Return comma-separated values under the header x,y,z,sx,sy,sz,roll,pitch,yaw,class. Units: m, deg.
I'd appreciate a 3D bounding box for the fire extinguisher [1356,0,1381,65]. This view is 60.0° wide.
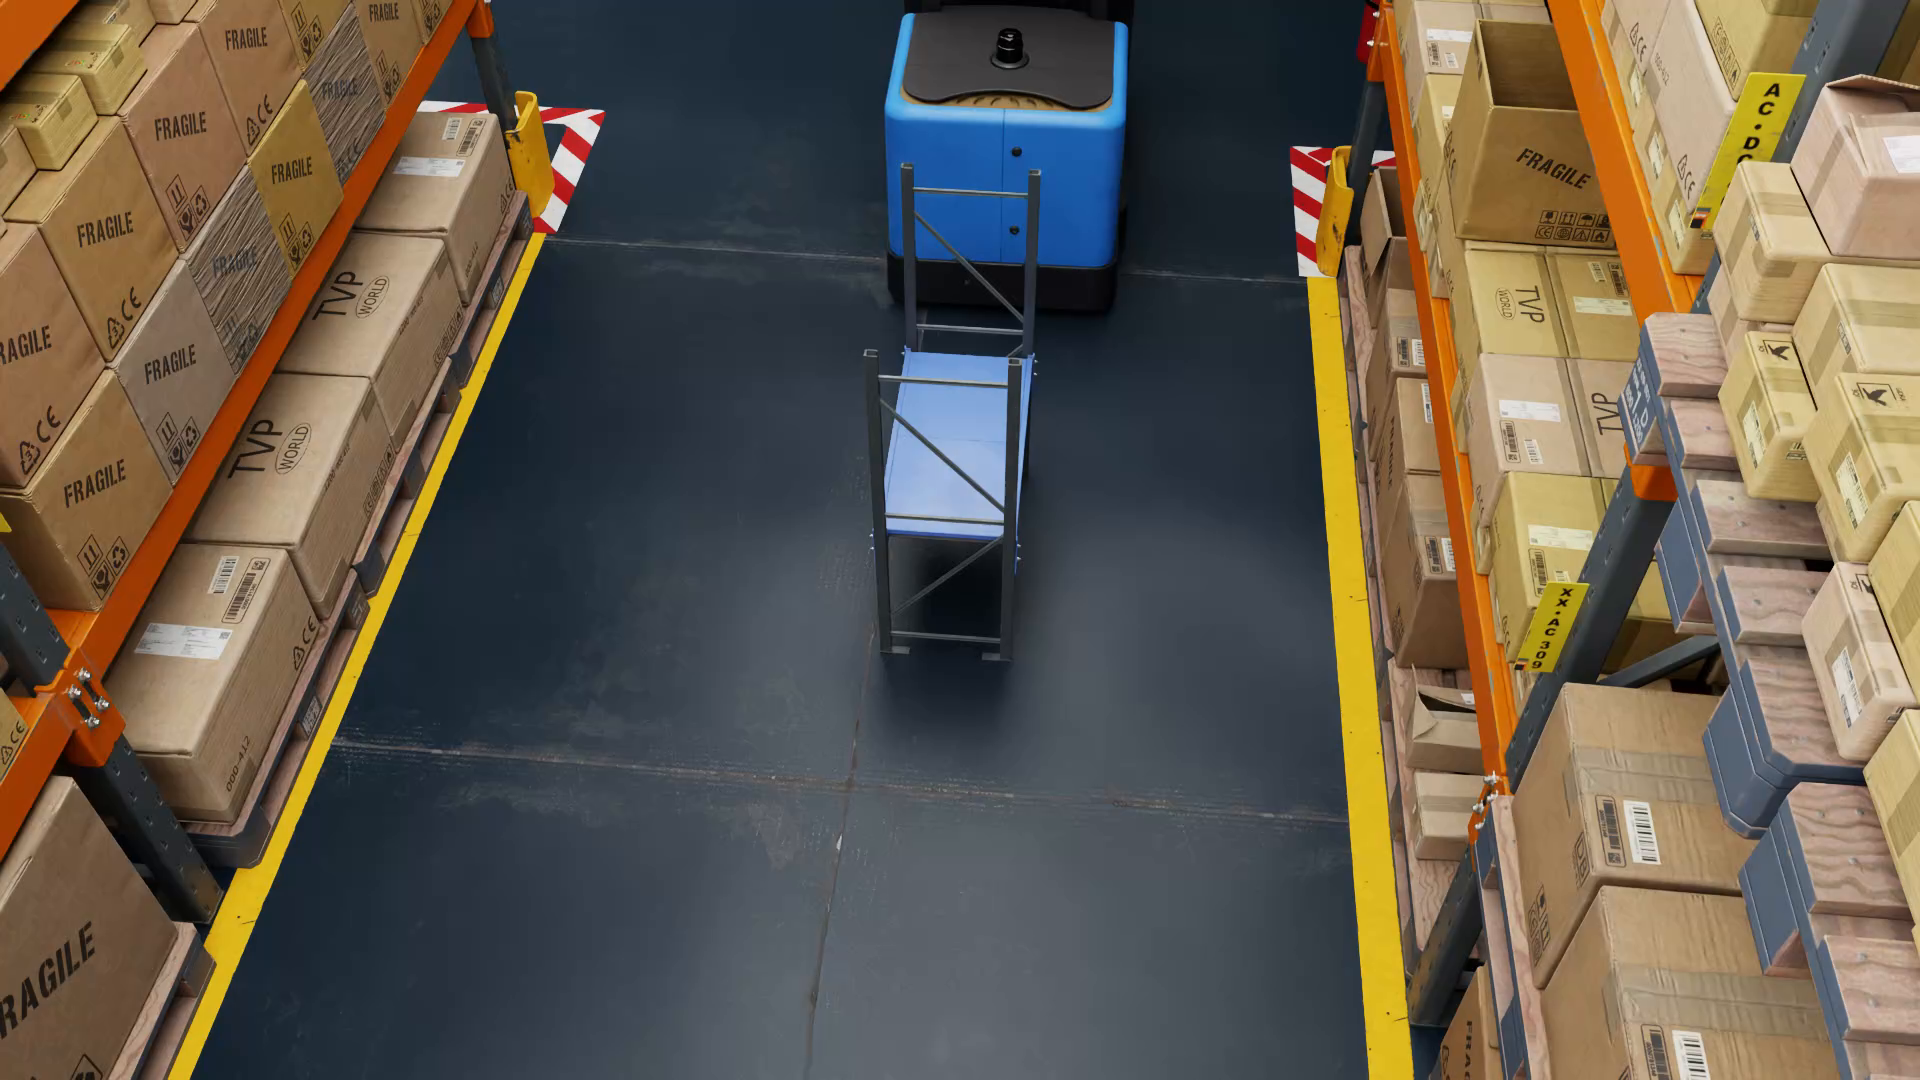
x,y,z,sx,sy,sz,roll,pitch,yaw,class
1.860,-2.395,7.213,0.296,0.674,0.183,4,48,4,fire extinguisher

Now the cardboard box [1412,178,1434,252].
x,y,z,sx,sy,sz,roll,pitch,yaw,class
1.837,-1.156,5.945,0.380,0.149,0.250,3,48,2,cardboard box

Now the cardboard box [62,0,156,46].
x,y,z,sx,sy,sz,roll,pitch,yaw,class
-2.647,-1.546,4.946,0.380,0.149,0.250,4,48,3,cardboard box

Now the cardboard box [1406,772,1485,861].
x,y,z,sx,sy,sz,roll,pitch,yaw,class
1.701,0.923,5.520,0.380,0.149,0.250,3,48,2,cardboard box

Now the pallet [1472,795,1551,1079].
x,y,z,sx,sy,sz,roll,pitch,yaw,class
1.761,1.177,3.771,1.003,0.211,1.213,4,48,4,pallet

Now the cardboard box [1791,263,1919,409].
x,y,z,sx,sy,sz,roll,pitch,yaw,class
1.525,-0.281,2.558,0.380,0.149,0.250,5,48,4,cardboard box

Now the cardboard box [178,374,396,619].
x,y,z,sx,sy,sz,roll,pitch,yaw,class
-2.756,-0.188,6.341,0.875,0.438,0.875,3,48,2,cardboard box

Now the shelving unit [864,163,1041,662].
x,y,z,sx,sy,sz,roll,pitch,yaw,class
-0.008,-0.443,6.139,0.538,1.500,1.048,4,48,4,shelving unit

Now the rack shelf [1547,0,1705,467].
x,y,z,sx,sy,sz,roll,pitch,yaw,class
2.125,-1.707,4.734,1.077,0.370,4.000,4,48,4,rack shelf

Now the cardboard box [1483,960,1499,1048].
x,y,z,sx,sy,sz,roll,pitch,yaw,class
1.645,1.261,4.534,0.380,0.149,0.250,6,48,5,cardboard box

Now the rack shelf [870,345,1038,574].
x,y,z,sx,sy,sz,roll,pitch,yaw,class
-0.008,-0.322,6.272,0.538,0.185,1.000,4,48,4,rack shelf

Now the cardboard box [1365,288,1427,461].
x,y,z,sx,sy,sz,roll,pitch,yaw,class
2.040,-0.637,6.709,0.700,0.500,0.500,6,48,5,cardboard box

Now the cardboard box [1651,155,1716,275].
x,y,z,sx,sy,sz,roll,pitch,yaw,class
1.681,-0.680,3.476,0.380,0.149,0.250,4,48,3,cardboard box

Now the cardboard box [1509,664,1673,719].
x,y,z,sx,sy,sz,roll,pitch,yaw,class
1.720,0.365,4.553,0.380,0.149,0.250,4,48,4,cardboard box

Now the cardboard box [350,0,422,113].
x,y,z,sx,sy,sz,roll,pitch,yaw,class
-2.477,-2.032,6.508,0.500,0.500,0.500,3,48,3,cardboard box

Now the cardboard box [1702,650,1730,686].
x,y,z,sx,sy,sz,roll,pitch,yaw,class
2.257,0.136,4.493,0.500,0.250,0.500,3,48,3,cardboard box

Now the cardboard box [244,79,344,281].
x,y,z,sx,sy,sz,roll,pitch,yaw,class
-2.548,-1.273,5.814,0.500,0.500,0.500,5,48,5,cardboard box

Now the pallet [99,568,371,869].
x,y,z,sx,sy,sz,roll,pitch,yaw,class
-2.853,0.588,6.069,1.003,0.211,1.213,4,48,4,pallet

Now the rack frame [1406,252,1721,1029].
x,y,z,sx,sy,sz,roll,pitch,yaw,class
1.943,0.532,4.231,1.000,3.000,0.127,4,48,4,rack frame

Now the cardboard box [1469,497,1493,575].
x,y,z,sx,sy,sz,roll,pitch,yaw,class
1.722,-0.020,4.906,0.380,0.149,0.250,5,48,5,cardboard box

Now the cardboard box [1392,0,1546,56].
x,y,z,sx,sy,sz,roll,pitch,yaw,class
1.998,-2.142,6.576,0.500,0.250,0.500,4,48,4,cardboard box

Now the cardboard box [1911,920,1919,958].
x,y,z,sx,sy,sz,roll,pitch,yaw,class
1.397,0.558,1.992,0.380,0.149,0.250,5,48,4,cardboard box

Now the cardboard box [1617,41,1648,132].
x,y,z,sx,sy,sz,roll,pitch,yaw,class
1.740,-1.056,3.821,0.380,0.149,0.250,5,48,5,cardboard box

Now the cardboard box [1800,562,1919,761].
x,y,z,sx,sy,sz,roll,pitch,yaw,class
1.428,0.182,2.336,0.380,0.149,0.250,4,48,4,cardboard box

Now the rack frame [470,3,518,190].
x,y,z,sx,sy,sz,roll,pitch,yaw,class
-2.636,-2.739,7.222,1.000,3.000,0.127,4,48,4,rack frame

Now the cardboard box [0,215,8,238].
x,y,z,sx,sy,sz,roll,pitch,yaw,class
-2.706,-0.793,4.258,0.380,0.149,0.250,5,48,4,cardboard box

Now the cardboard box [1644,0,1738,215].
x,y,z,sx,sy,sz,roll,pitch,yaw,class
1.737,-0.902,3.409,0.500,0.250,0.500,4,48,4,cardboard box

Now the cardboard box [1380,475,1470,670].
x,y,z,sx,sy,sz,roll,pitch,yaw,class
1.946,0.126,6.011,0.700,0.500,0.500,2,48,2,cardboard box

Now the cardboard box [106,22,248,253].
x,y,z,sx,sy,sz,roll,pitch,yaw,class
-2.606,-1.250,5.116,0.500,0.500,0.500,5,48,4,cardboard box

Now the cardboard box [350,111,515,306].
x,y,z,sx,sy,sz,roll,pitch,yaw,class
-2.597,-1.524,7.563,0.875,0.438,0.875,2,48,2,cardboard box

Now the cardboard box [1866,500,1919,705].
x,y,z,sx,sy,sz,roll,pitch,yaw,class
1.463,0.094,2.215,0.380,0.149,0.250,3,48,3,cardboard box

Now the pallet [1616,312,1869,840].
x,y,z,sx,sy,sz,roll,pitch,yaw,class
1.813,0.057,2.759,1.213,0.211,1.003,4,48,4,pallet

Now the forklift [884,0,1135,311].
x,y,z,sx,sy,sz,roll,pitch,yaw,class
0.302,-3.128,7.624,1.130,2.935,3.031,3,48,3,forklift

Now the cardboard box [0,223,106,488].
x,y,z,sx,sy,sz,roll,pitch,yaw,class
-2.716,-0.504,4.433,0.500,0.500,0.500,4,48,4,cardboard box

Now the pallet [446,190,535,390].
x,y,z,sx,sy,sz,roll,pitch,yaw,class
-2.631,-1.205,7.709,1.003,0.211,1.213,4,48,4,pallet

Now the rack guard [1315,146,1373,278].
x,y,z,sx,sy,sz,roll,pitch,yaw,class
2.300,-1.508,7.790,1.175,0.500,0.348,4,48,4,rack guard

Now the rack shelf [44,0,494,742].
x,y,z,sx,sy,sz,roll,pitch,yaw,class
-2.818,-1.026,6.143,1.077,0.370,4.000,4,48,4,rack shelf

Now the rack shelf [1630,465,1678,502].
x,y,z,sx,sy,sz,roll,pitch,yaw,class
1.760,1.232,2.045,1.077,0.370,4.000,4,48,4,rack shelf

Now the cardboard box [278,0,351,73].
x,y,z,sx,sy,sz,roll,pitch,yaw,class
-2.510,-1.990,5.792,0.500,0.500,0.500,4,48,3,cardboard box

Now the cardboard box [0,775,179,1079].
x,y,z,sx,sy,sz,roll,pitch,yaw,class
-2.977,1.237,4.741,0.875,0.875,0.875,5,48,5,cardboard box

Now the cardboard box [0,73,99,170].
x,y,z,sx,sy,sz,roll,pitch,yaw,class
-2.641,-1.162,4.595,0.380,0.149,0.250,4,48,3,cardboard box

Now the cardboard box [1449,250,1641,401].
x,y,z,sx,sy,sz,roll,pitch,yaw,class
1.836,-0.643,5.206,0.500,0.250,0.500,4,48,3,cardboard box

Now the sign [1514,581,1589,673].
x,y,z,sx,sy,sz,roll,pitch,yaw,class
1.402,0.209,3.940,0.100,0.325,0.005,4,48,4,sign

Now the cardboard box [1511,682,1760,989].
x,y,z,sx,sy,sz,roll,pitch,yaw,class
1.676,0.697,3.728,0.700,0.500,0.500,5,48,5,cardboard box

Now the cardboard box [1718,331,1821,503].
x,y,z,sx,sy,sz,roll,pitch,yaw,class
1.461,-0.191,2.677,0.380,0.149,0.250,4,48,4,cardboard box

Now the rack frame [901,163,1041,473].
x,y,z,sx,sy,sz,roll,pitch,yaw,class
0.039,-0.817,6.481,0.500,1.500,0.032,4,48,4,rack frame

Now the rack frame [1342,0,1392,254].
x,y,z,sx,sy,sz,roll,pitch,yaw,class
2.307,-2.407,6.919,1.000,3.000,0.127,4,48,4,rack frame

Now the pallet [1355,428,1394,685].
x,y,z,sx,sy,sz,roll,pitch,yaw,class
2.115,0.070,6.544,1.003,0.211,1.213,4,48,4,pallet

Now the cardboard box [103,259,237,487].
x,y,z,sx,sy,sz,roll,pitch,yaw,class
-2.647,-0.530,5.134,0.500,0.500,0.500,4,48,4,cardboard box

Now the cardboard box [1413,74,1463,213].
x,y,z,sx,sy,sz,roll,pitch,yaw,class
1.909,-1.399,5.897,0.500,0.250,0.500,3,48,3,cardboard box

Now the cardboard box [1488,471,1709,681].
x,y,z,sx,sy,sz,roll,pitch,yaw,class
1.746,0.092,4.534,0.500,0.250,0.500,5,48,5,cardboard box

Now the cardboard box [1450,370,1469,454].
x,y,z,sx,sy,sz,roll,pitch,yaw,class
1.768,-0.401,5.254,0.380,0.149,0.250,3,48,3,cardboard box
